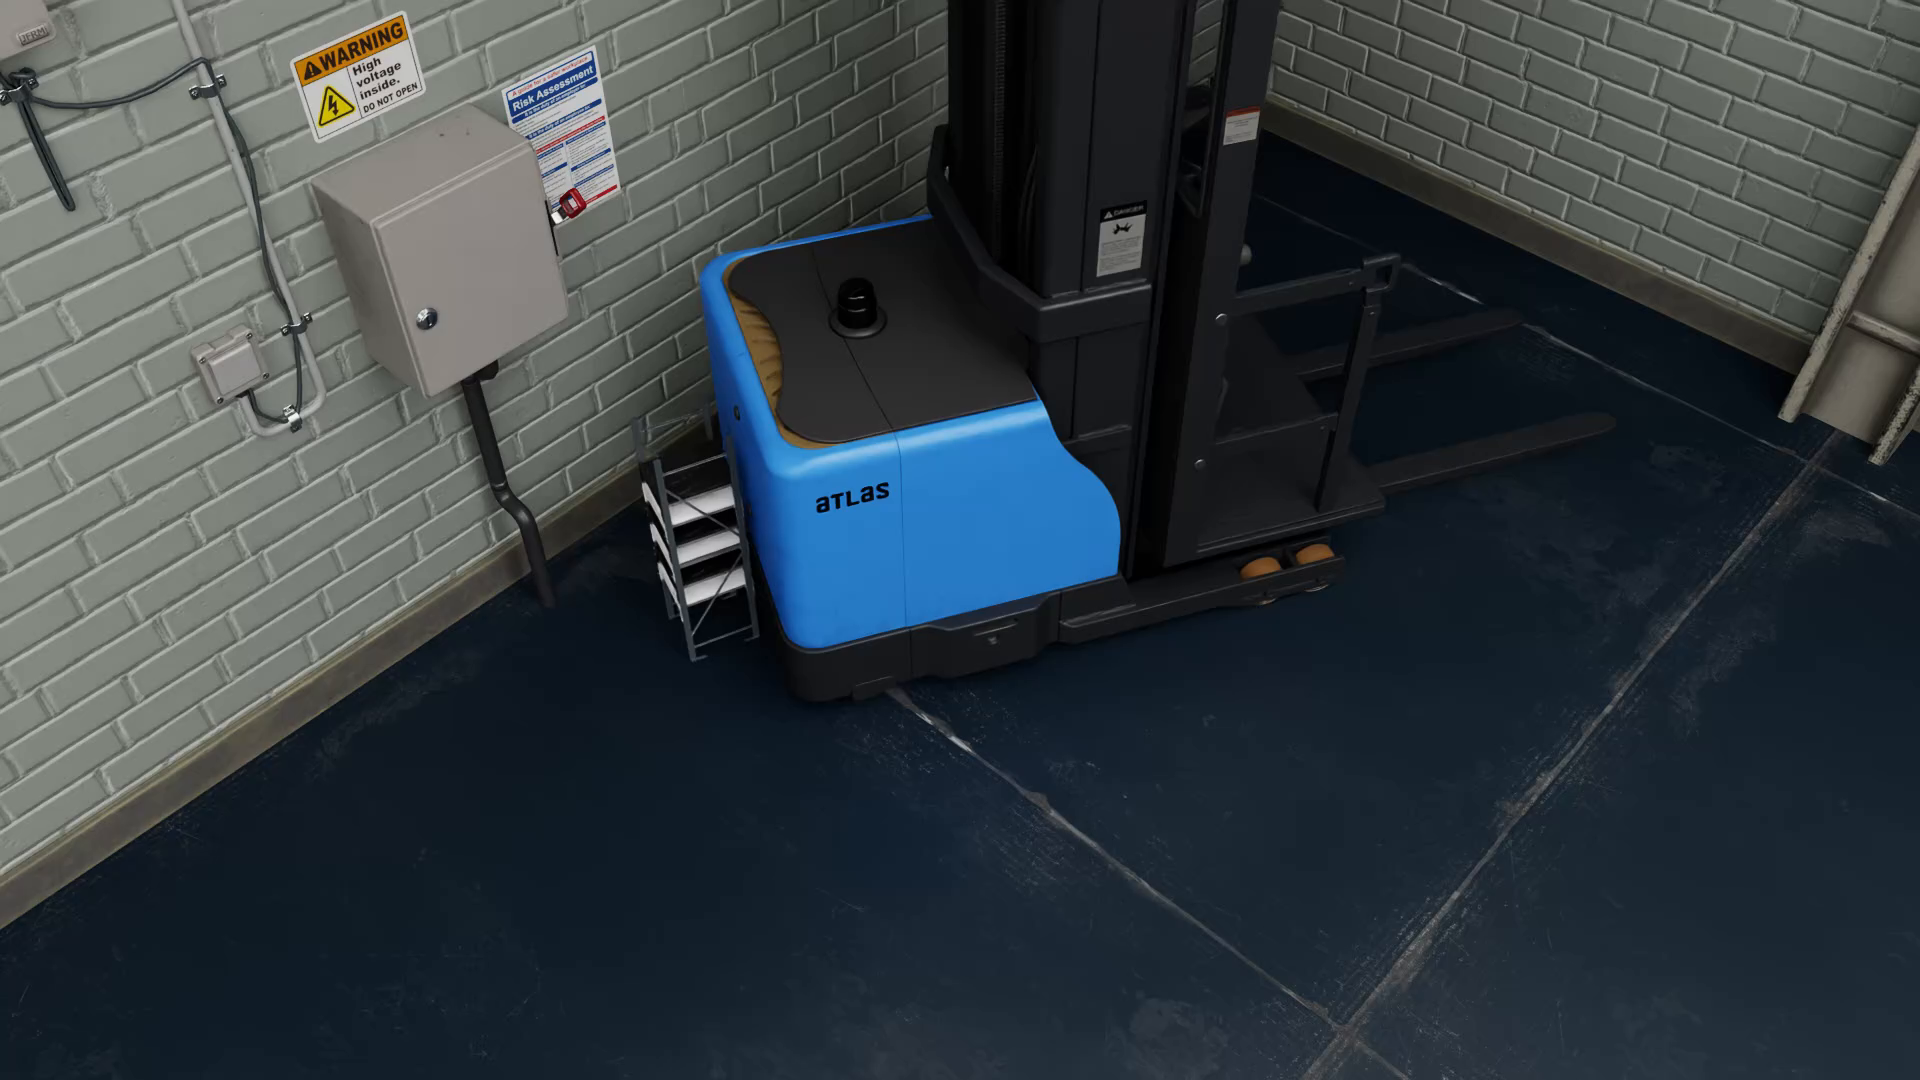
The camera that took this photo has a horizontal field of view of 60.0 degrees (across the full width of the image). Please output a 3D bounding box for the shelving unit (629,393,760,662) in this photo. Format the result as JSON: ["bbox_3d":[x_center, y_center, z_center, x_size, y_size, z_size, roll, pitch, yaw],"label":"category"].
[{"bbox_3d":[-0.810,-0.020,5.152,0.258,0.900,0.210,-20,50,-18],"label":"shelving unit"}]

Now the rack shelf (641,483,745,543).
[{"bbox_3d":[-0.810,-0.121,5.045,0.258,0.077,0.200,-20,50,-18],"label":"rack shelf"}]

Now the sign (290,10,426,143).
[{"bbox_3d":[-1.526,-1.179,4.233,0.001,0.242,0.339,34,55,28],"label":"sign"}]

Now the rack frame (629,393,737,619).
[{"bbox_3d":[-0.856,-0.087,5.214,0.240,0.900,0.006,-20,50,-18],"label":"rack frame"}]

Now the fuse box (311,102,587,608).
[{"bbox_3d":[-1.336,-0.382,4.935,0.414,1.711,0.539,34,55,28],"label":"fuse box"}]

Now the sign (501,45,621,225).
[{"bbox_3d":[-1.154,-1.158,4.845,0.001,0.494,0.329,34,55,28],"label":"sign"}]

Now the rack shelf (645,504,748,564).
[{"bbox_3d":[-0.810,-0.059,5.111,0.258,0.077,0.200,-20,50,-18],"label":"rack shelf"}]

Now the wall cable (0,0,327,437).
[{"bbox_3d":[-1.915,-0.883,3.825,0.122,1.984,0.588,34,55,28],"label":"wall cable"}]

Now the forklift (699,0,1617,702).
[{"bbox_3d":[0.763,-1.139,4.809,3.031,2.935,1.130,-14,48,-12],"label":"forklift"}]

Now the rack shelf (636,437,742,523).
[{"bbox_3d":[-0.810,-0.182,4.979,0.258,0.077,0.200,-20,50,-18],"label":"rack shelf"}]

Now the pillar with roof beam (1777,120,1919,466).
[{"bbox_3d":[0.365,-1.219,0.722,0.400,9.000,9.100,34,55,28],"label":"pillar with roof beam"}]

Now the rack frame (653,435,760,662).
[{"bbox_3d":[-0.765,0.046,5.090,0.240,0.900,0.006,-20,50,-18],"label":"rack frame"}]

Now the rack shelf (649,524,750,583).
[{"bbox_3d":[-0.810,0.002,5.176,0.258,0.077,0.200,-20,50,-18],"label":"rack shelf"}]

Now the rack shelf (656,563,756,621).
[{"bbox_3d":[-0.810,0.126,5.307,0.258,0.077,0.200,-20,50,-18],"label":"rack shelf"}]

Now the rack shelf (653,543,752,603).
[{"bbox_3d":[-0.810,0.064,5.242,0.258,0.077,0.200,-20,50,-18],"label":"rack shelf"}]
